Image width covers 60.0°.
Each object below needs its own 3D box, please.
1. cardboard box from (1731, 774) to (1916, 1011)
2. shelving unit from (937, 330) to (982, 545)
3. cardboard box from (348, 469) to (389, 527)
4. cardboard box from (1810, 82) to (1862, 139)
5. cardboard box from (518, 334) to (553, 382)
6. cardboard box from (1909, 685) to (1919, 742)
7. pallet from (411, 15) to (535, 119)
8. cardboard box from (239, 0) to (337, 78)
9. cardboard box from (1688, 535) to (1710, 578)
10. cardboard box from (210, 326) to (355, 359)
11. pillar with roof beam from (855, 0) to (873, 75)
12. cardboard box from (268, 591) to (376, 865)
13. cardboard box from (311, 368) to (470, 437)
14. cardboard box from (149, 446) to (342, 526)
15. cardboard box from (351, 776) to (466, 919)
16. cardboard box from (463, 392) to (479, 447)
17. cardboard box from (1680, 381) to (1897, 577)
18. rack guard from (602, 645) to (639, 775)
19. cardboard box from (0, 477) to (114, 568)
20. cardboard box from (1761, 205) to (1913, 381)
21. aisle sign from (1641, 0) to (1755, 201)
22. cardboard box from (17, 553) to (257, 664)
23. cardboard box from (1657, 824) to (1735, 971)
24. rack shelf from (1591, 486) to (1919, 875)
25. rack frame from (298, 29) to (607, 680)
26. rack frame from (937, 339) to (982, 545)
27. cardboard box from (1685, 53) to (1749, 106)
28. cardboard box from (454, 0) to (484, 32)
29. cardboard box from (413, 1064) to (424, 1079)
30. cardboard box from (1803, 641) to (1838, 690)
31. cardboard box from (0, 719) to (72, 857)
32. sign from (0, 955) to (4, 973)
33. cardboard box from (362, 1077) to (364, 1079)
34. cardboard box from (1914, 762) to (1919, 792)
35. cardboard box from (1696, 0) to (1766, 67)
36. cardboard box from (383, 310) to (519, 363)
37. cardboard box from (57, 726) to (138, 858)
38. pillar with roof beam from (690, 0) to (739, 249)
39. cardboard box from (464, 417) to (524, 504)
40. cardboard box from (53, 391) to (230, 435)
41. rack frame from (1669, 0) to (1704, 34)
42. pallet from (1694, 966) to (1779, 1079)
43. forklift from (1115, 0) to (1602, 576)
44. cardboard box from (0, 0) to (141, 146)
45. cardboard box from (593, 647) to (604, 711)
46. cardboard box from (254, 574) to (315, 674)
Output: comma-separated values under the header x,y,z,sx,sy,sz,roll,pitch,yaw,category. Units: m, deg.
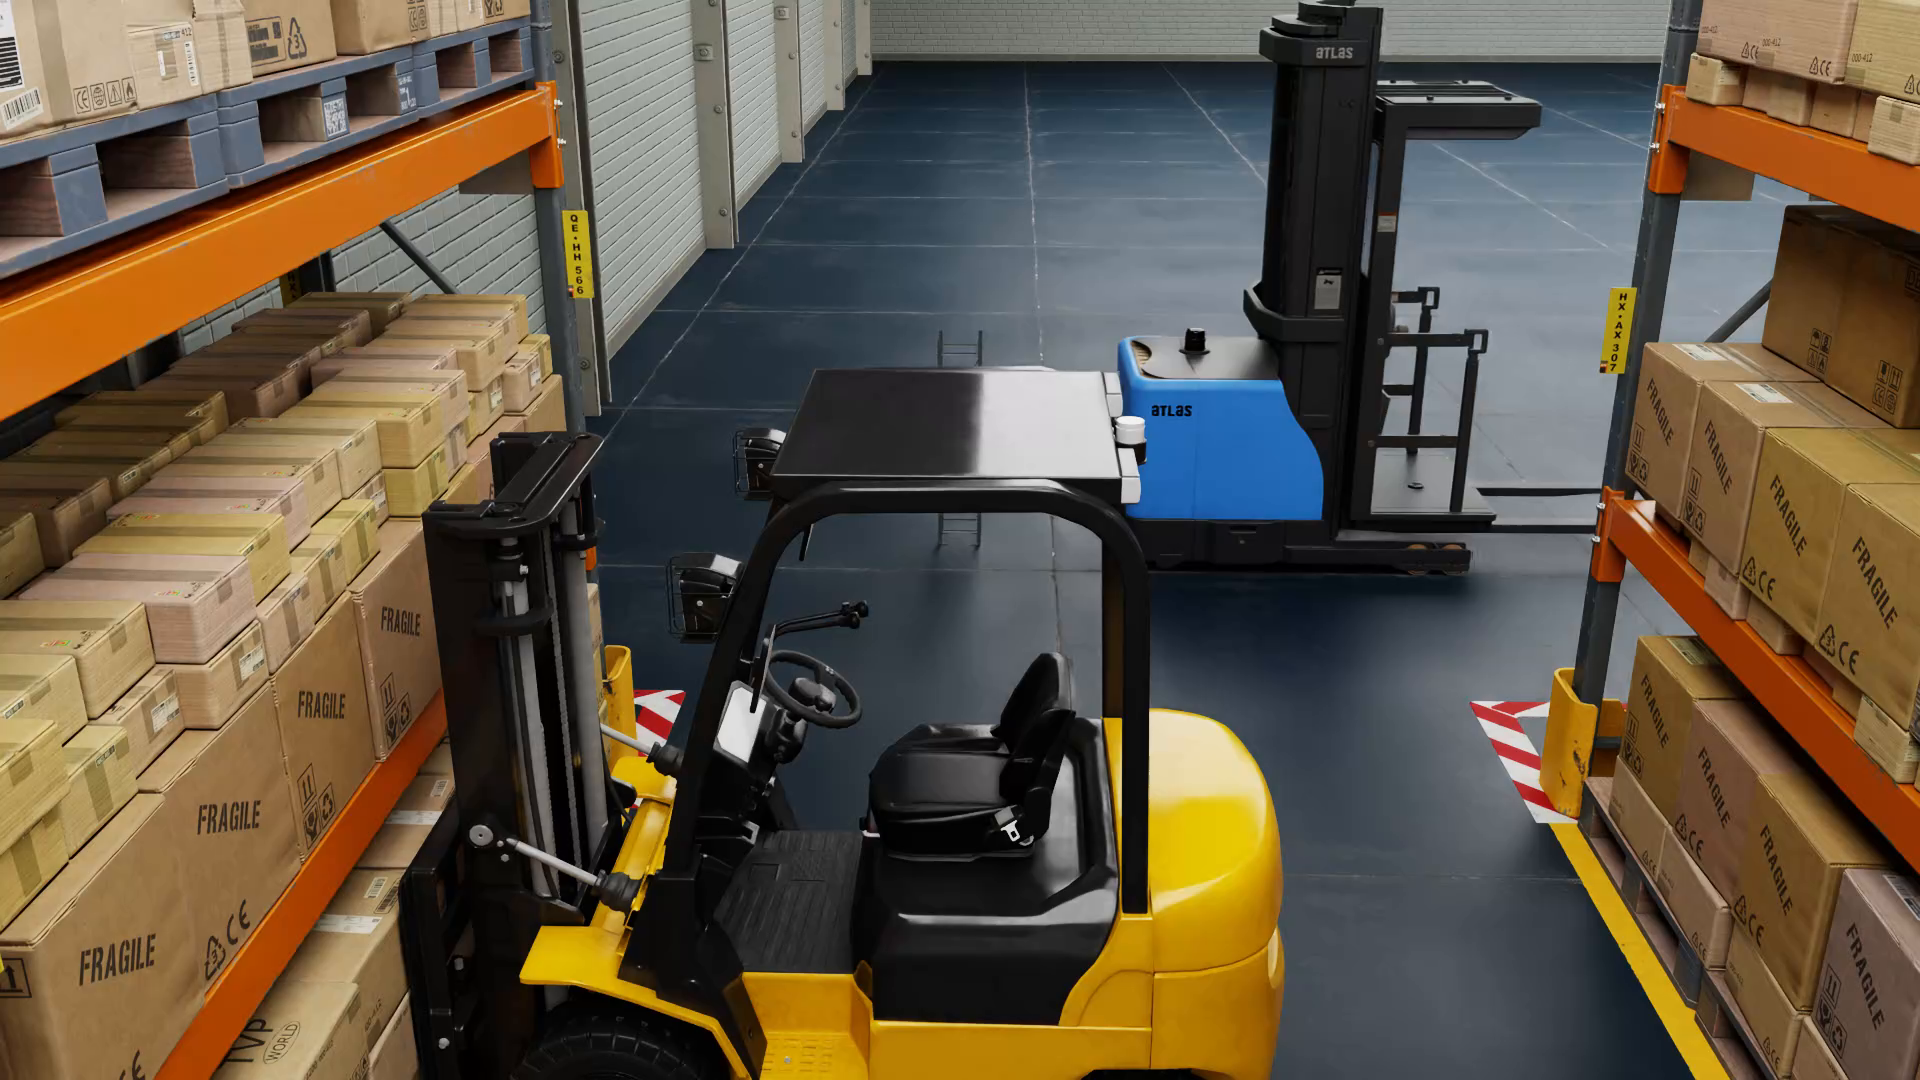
x,y,z,sx,sy,sz,roll,pitch,yaw,category
2.659,1.035,4.899,0.500,0.500,0.500,1,21,3,cardboard box
0.000,-0.565,9.325,0.258,1.200,0.189,1,21,2,shelving unit
-1.809,-0.090,4.579,0.380,0.149,0.250,0,21,1,cardboard box
2.717,-1.253,4.812,0.380,0.149,0.250,1,21,1,cardboard box
-1.697,-0.643,6.005,0.380,0.149,0.250,1,21,2,cardboard box
2.659,0.354,3.919,0.500,0.500,0.500,1,21,3,cardboard box
-2.014,-1.524,5.286,1.003,0.211,1.213,1,21,2,pallet
-1.923,-1.368,3.901,0.797,0.503,0.637,1,21,3,cardboard box
2.695,0.055,5.588,0.380,0.149,0.250,0,21,0,cardboard box
-2.226,-0.601,5.486,0.380,0.149,0.250,1,21,3,cardboard box
2.327,-13.777,32.596,9.100,9.000,0.400,1,21,2,pillar with roof beam
-1.800,0.448,4.089,0.500,0.500,0.500,0,21,1,cardboard box
-1.703,-0.409,4.991,0.380,0.149,0.250,1,21,3,cardboard box
-1.832,-0.133,4.279,0.380,0.149,0.250,1,21,2,cardboard box
-1.706,0.918,4.855,0.500,0.250,0.500,0,21,1,cardboard box
-1.763,-0.368,5.295,0.380,0.149,0.250,0,21,1,cardboard box
2.691,-0.199,5.346,0.500,0.500,0.500,1,21,3,cardboard box
-1.965,0.734,6.946,1.175,0.500,0.348,1,21,2,rack guard
-2.309,-0.045,4.053,0.380,0.149,0.250,0,21,1,cardboard box
3.198,-0.834,5.599,0.700,0.500,0.500,0,21,0,cardboard box
2.687,-1.607,5.930,0.394,0.787,0.004,1,21,2,aisle sign
-1.755,0.144,3.564,0.380,0.149,0.250,1,21,3,cardboard box
2.671,1.190,5.536,0.500,0.250,0.500,1,21,4,cardboard box
2.934,0.689,4.600,1.077,0.370,4.000,1,21,2,rack shelf
-1.966,-0.423,6.471,1.000,3.000,0.127,1,21,2,rack frame
-0.002,-0.532,9.240,0.240,1.200,0.006,1,21,2,rack frame
2.661,-1.534,5.537,0.380,0.149,0.250,1,21,2,cardboard box
-1.688,-1.643,5.099,0.380,0.149,0.250,0,21,0,cardboard box
-1.742,1.569,4.559,0.500,0.250,0.500,1,21,3,cardboard box
2.719,0.336,4.863,0.380,0.149,0.250,1,21,3,cardboard box
-1.782,0.424,2.843,0.380,0.149,0.250,1,21,3,cardboard box
-1.545,0.523,2.542,0.100,0.325,0.005,1,21,2,sign
-1.751,1.523,3.986,0.500,0.250,0.500,1,21,1,cardboard box
2.644,0.615,4.144,0.380,0.149,0.250,0,21,1,cardboard box
2.714,-1.658,5.304,0.500,0.250,0.500,0,21,1,cardboard box
-1.743,-0.689,5.711,0.380,0.149,0.250,1,21,2,cardboard box
-1.809,0.469,3.139,0.380,0.149,0.250,1,21,3,cardboard box
1.780,-7.269,15.823,9.100,9.000,0.400,1,21,2,pillar with roof beam
-1.744,-0.101,5.504,0.500,0.500,0.500,1,21,3,cardboard box
-2.337,-0.323,4.767,0.380,0.149,0.250,0,21,0,cardboard box
2.995,-3.166,5.249,1.000,3.000,0.127,1,21,2,rack frame
2.893,1.692,4.878,1.003,0.211,1.213,1,21,2,pallet
2.406,-1.367,8.999,3.031,2.935,1.130,0,21,1,forklift
-1.819,-0.874,2.892,0.500,0.311,0.500,1,21,3,cardboard box
-1.669,0.610,6.340,0.500,0.250,0.500,0,21,1,cardboard box
-1.738,0.191,3.855,0.380,0.149,0.250,0,21,1,cardboard box
